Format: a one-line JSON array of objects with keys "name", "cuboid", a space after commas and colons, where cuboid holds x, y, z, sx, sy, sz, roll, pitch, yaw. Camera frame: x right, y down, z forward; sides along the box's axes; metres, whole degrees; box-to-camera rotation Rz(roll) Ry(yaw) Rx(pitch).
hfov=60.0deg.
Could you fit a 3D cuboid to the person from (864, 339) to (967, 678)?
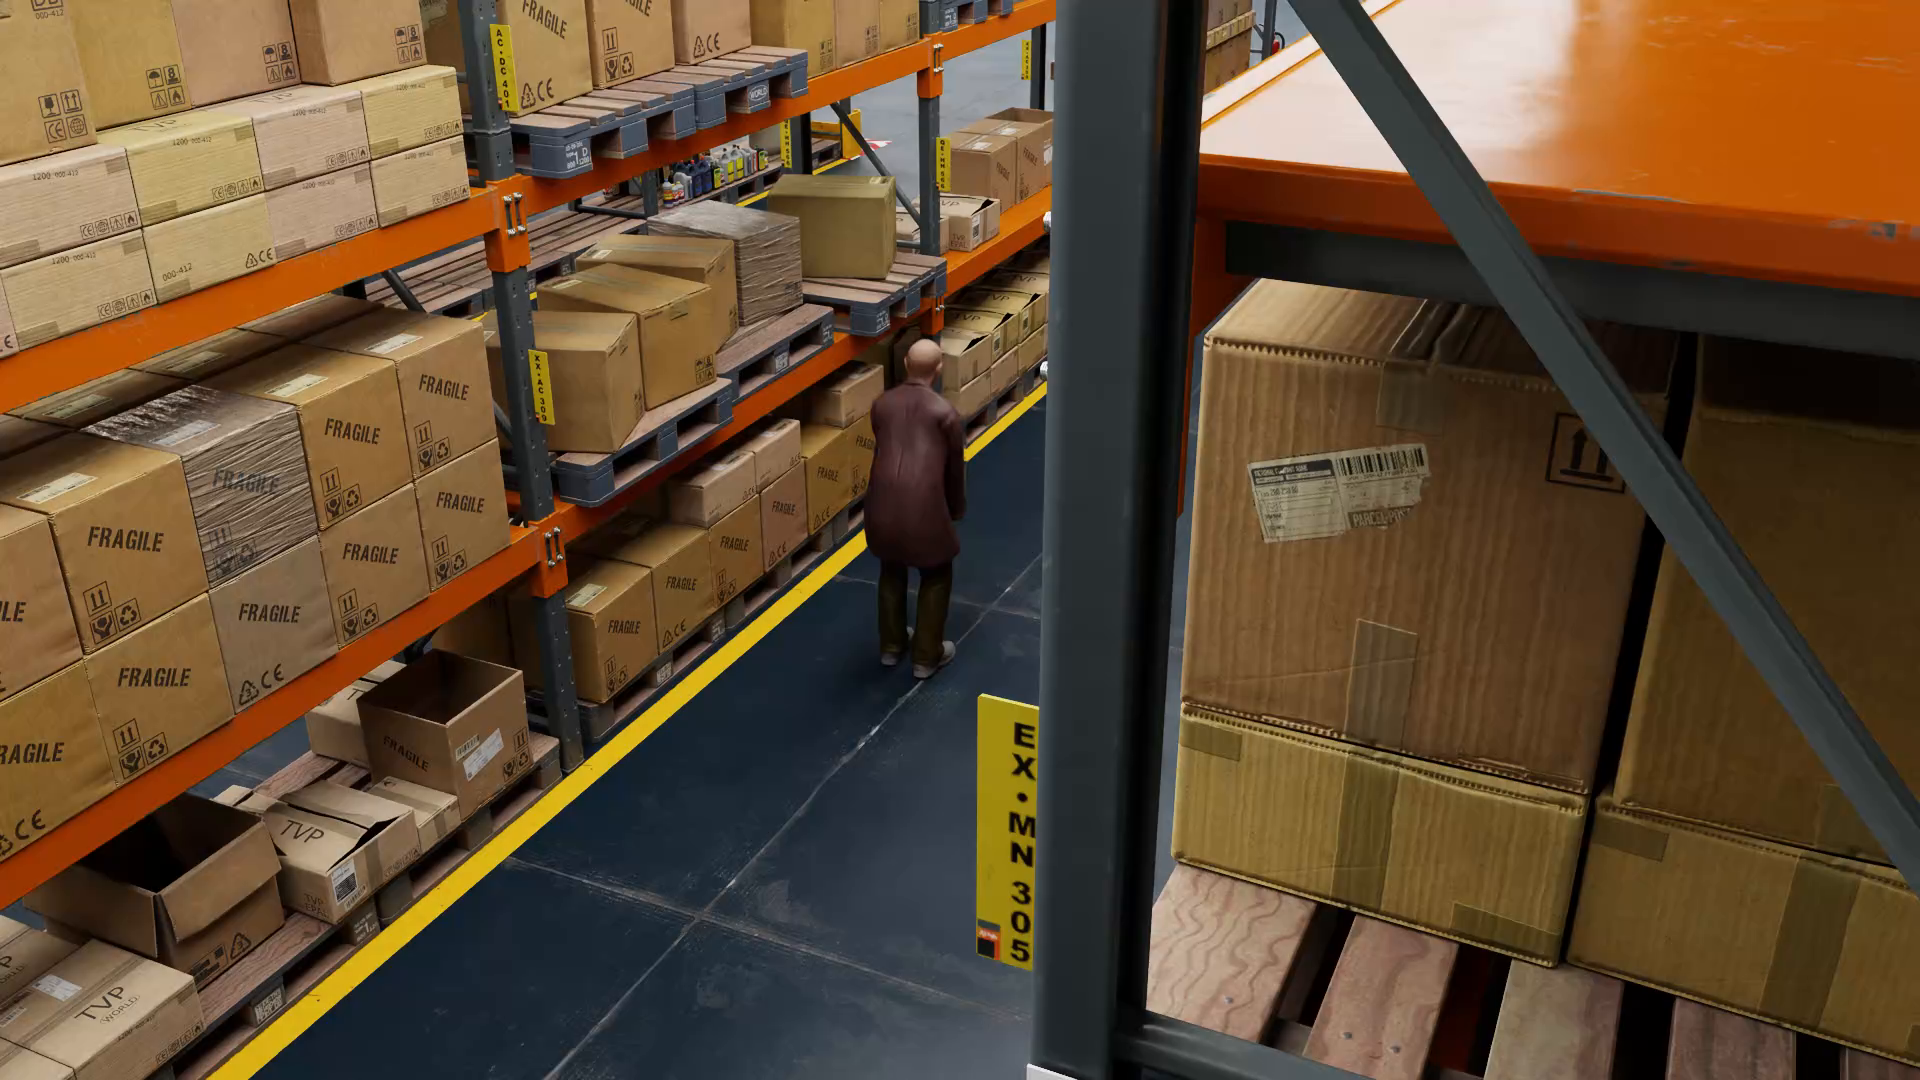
[{"name": "person", "cuboid": [-0.213, -0.164, 8.547, 0.530, 1.717, 0.613, 11, 28, 21]}]
